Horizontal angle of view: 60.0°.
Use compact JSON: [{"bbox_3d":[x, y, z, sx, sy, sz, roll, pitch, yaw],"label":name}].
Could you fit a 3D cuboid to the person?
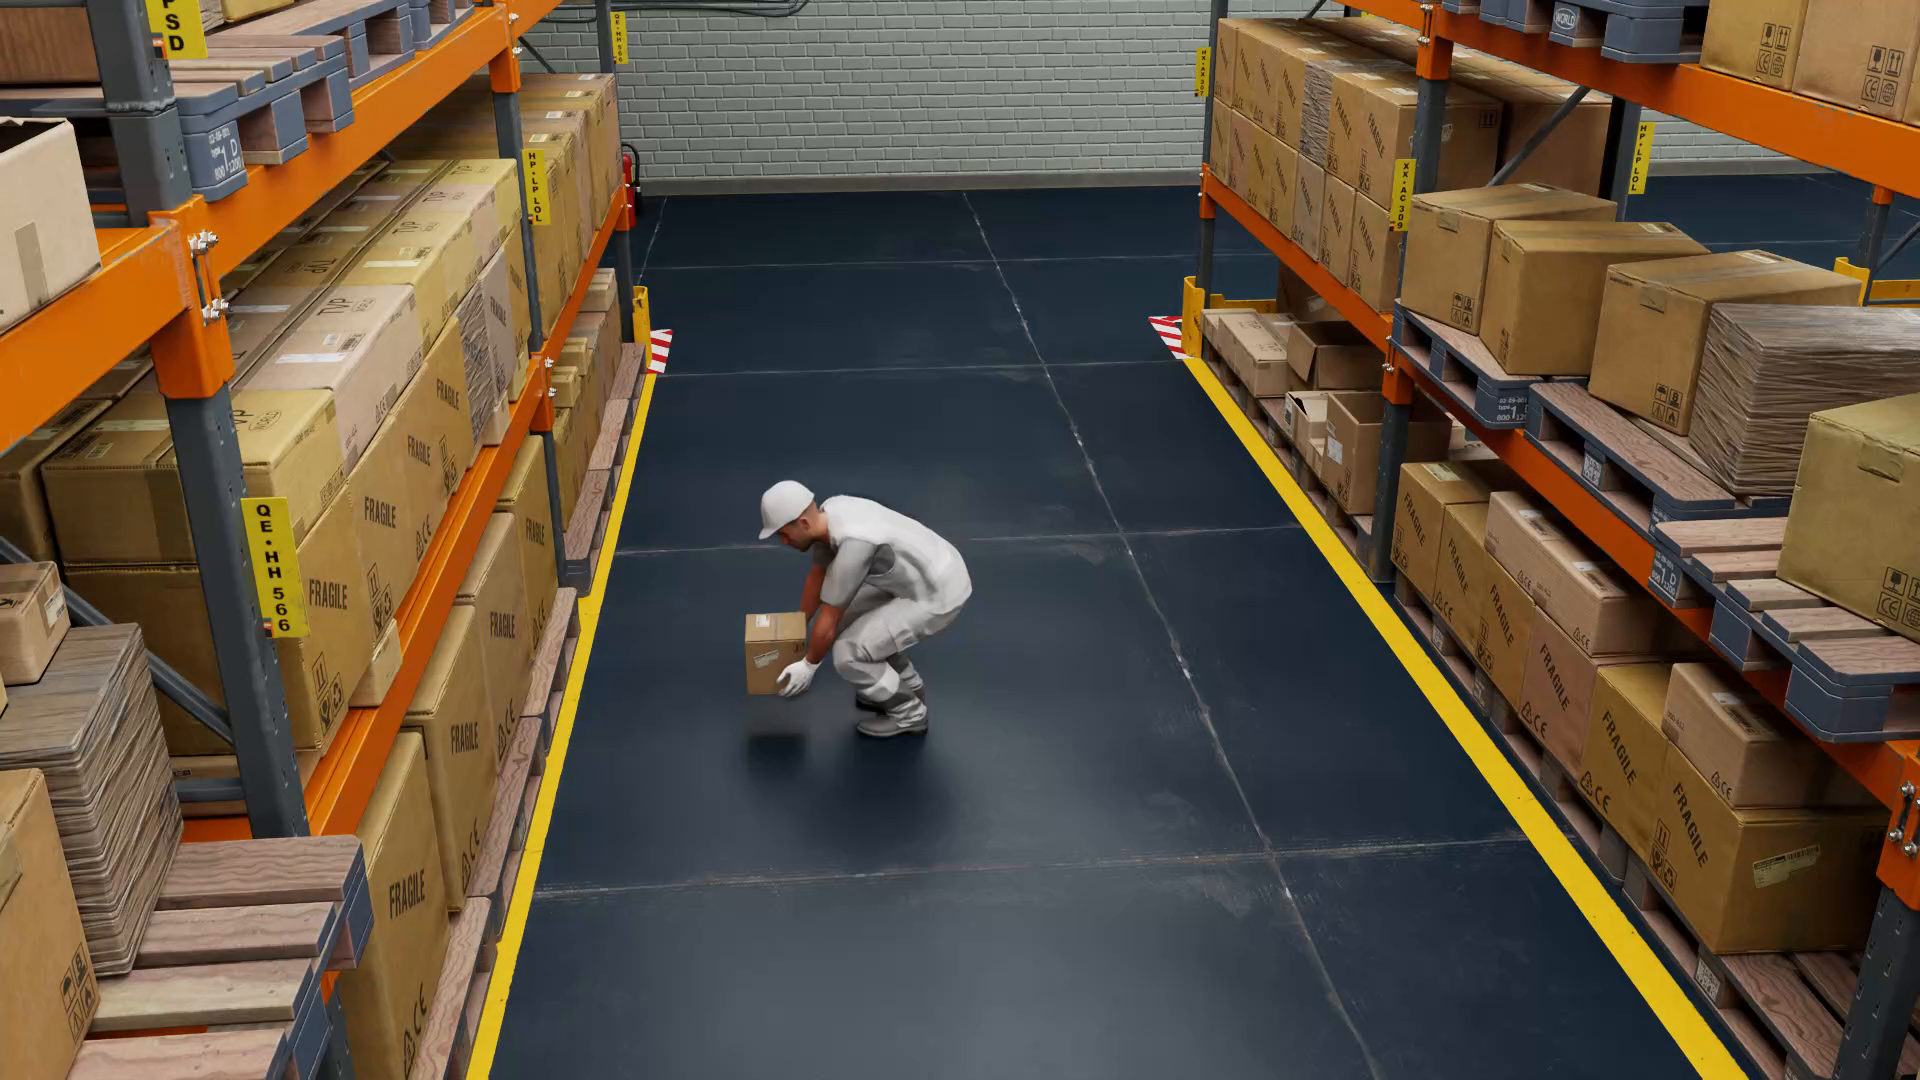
[{"bbox_3d":[-0.377,0.262,6.817,0.856,1.114,0.579,-2,24,-5],"label":"person"}]
